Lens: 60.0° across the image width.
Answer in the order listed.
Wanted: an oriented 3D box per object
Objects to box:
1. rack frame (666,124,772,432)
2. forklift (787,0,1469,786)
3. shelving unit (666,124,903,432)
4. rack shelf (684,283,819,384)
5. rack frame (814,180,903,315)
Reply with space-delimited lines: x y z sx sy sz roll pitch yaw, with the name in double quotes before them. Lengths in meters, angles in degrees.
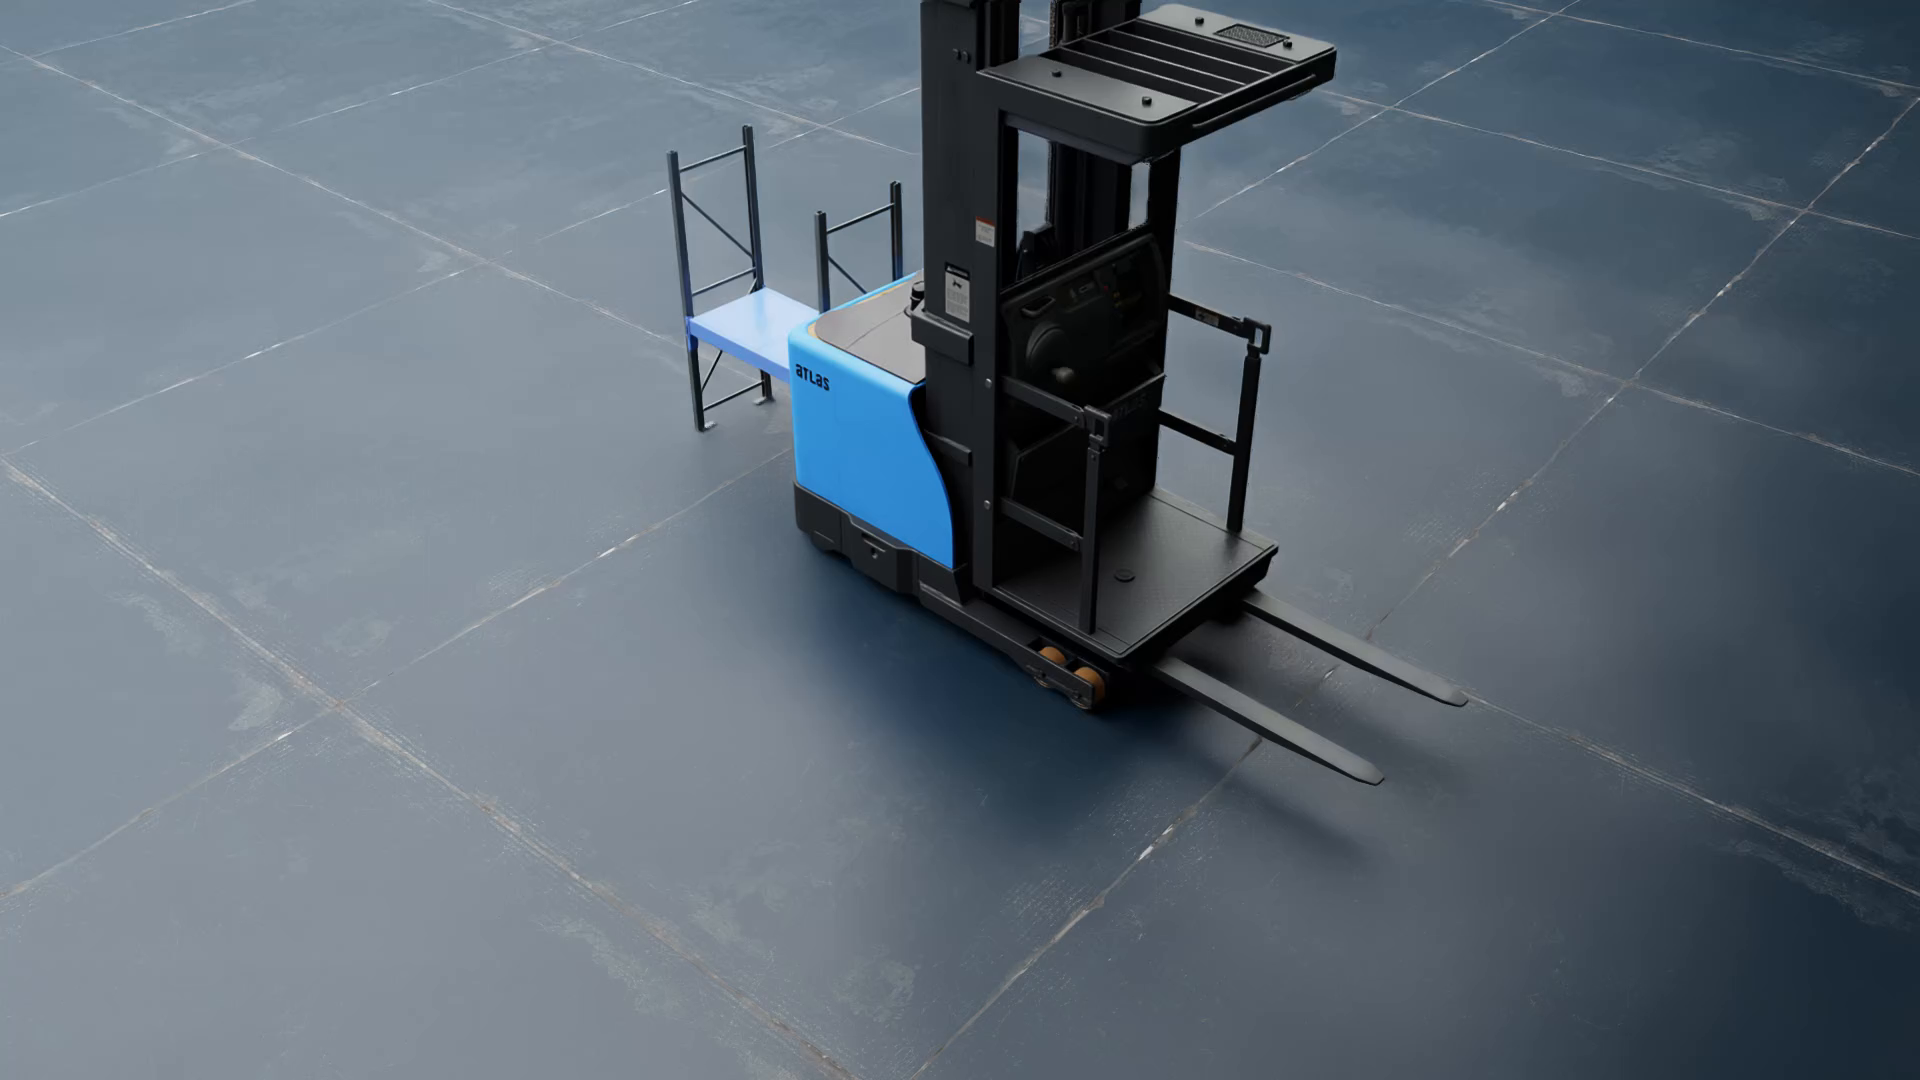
"rack frame" -1.183 -1.281 8.291 0.032 1.500 0.500 28 43 35
"forklift" 0.650 -0.858 6.411 3.031 2.935 1.130 28 43 35
"shelving unit" -0.815 -1.083 8.002 1.048 1.500 0.538 28 43 35
"rack shelf" -0.815 -0.935 8.104 1.000 0.185 0.538 28 43 35
"rack frame" -0.446 -0.885 7.714 0.032 1.500 0.500 28 43 35
